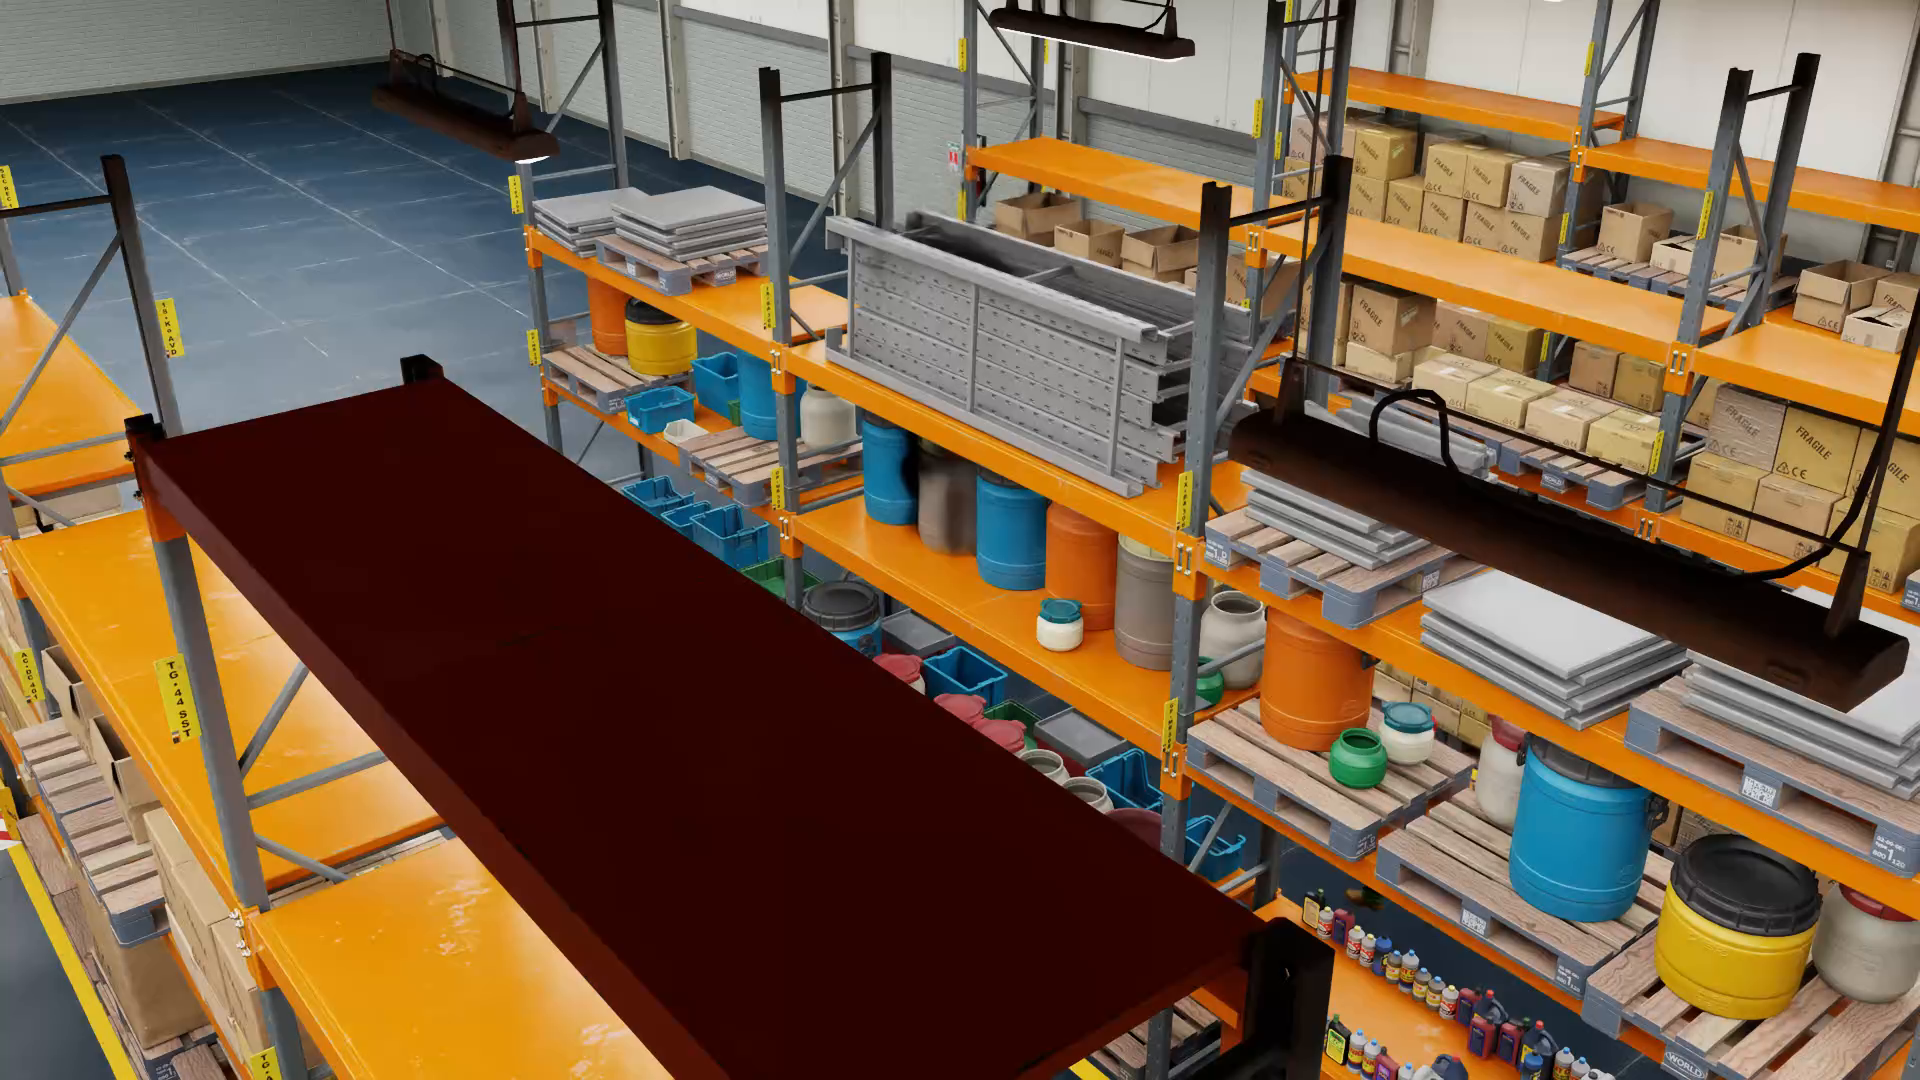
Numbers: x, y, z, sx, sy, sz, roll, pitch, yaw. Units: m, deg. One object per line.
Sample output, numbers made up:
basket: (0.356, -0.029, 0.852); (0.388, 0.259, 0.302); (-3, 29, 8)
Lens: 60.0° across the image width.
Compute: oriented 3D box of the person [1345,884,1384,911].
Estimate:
person: (3.108, 1.938, 11.635); (0.744, 1.749, 0.655); (20, 32, 36)
